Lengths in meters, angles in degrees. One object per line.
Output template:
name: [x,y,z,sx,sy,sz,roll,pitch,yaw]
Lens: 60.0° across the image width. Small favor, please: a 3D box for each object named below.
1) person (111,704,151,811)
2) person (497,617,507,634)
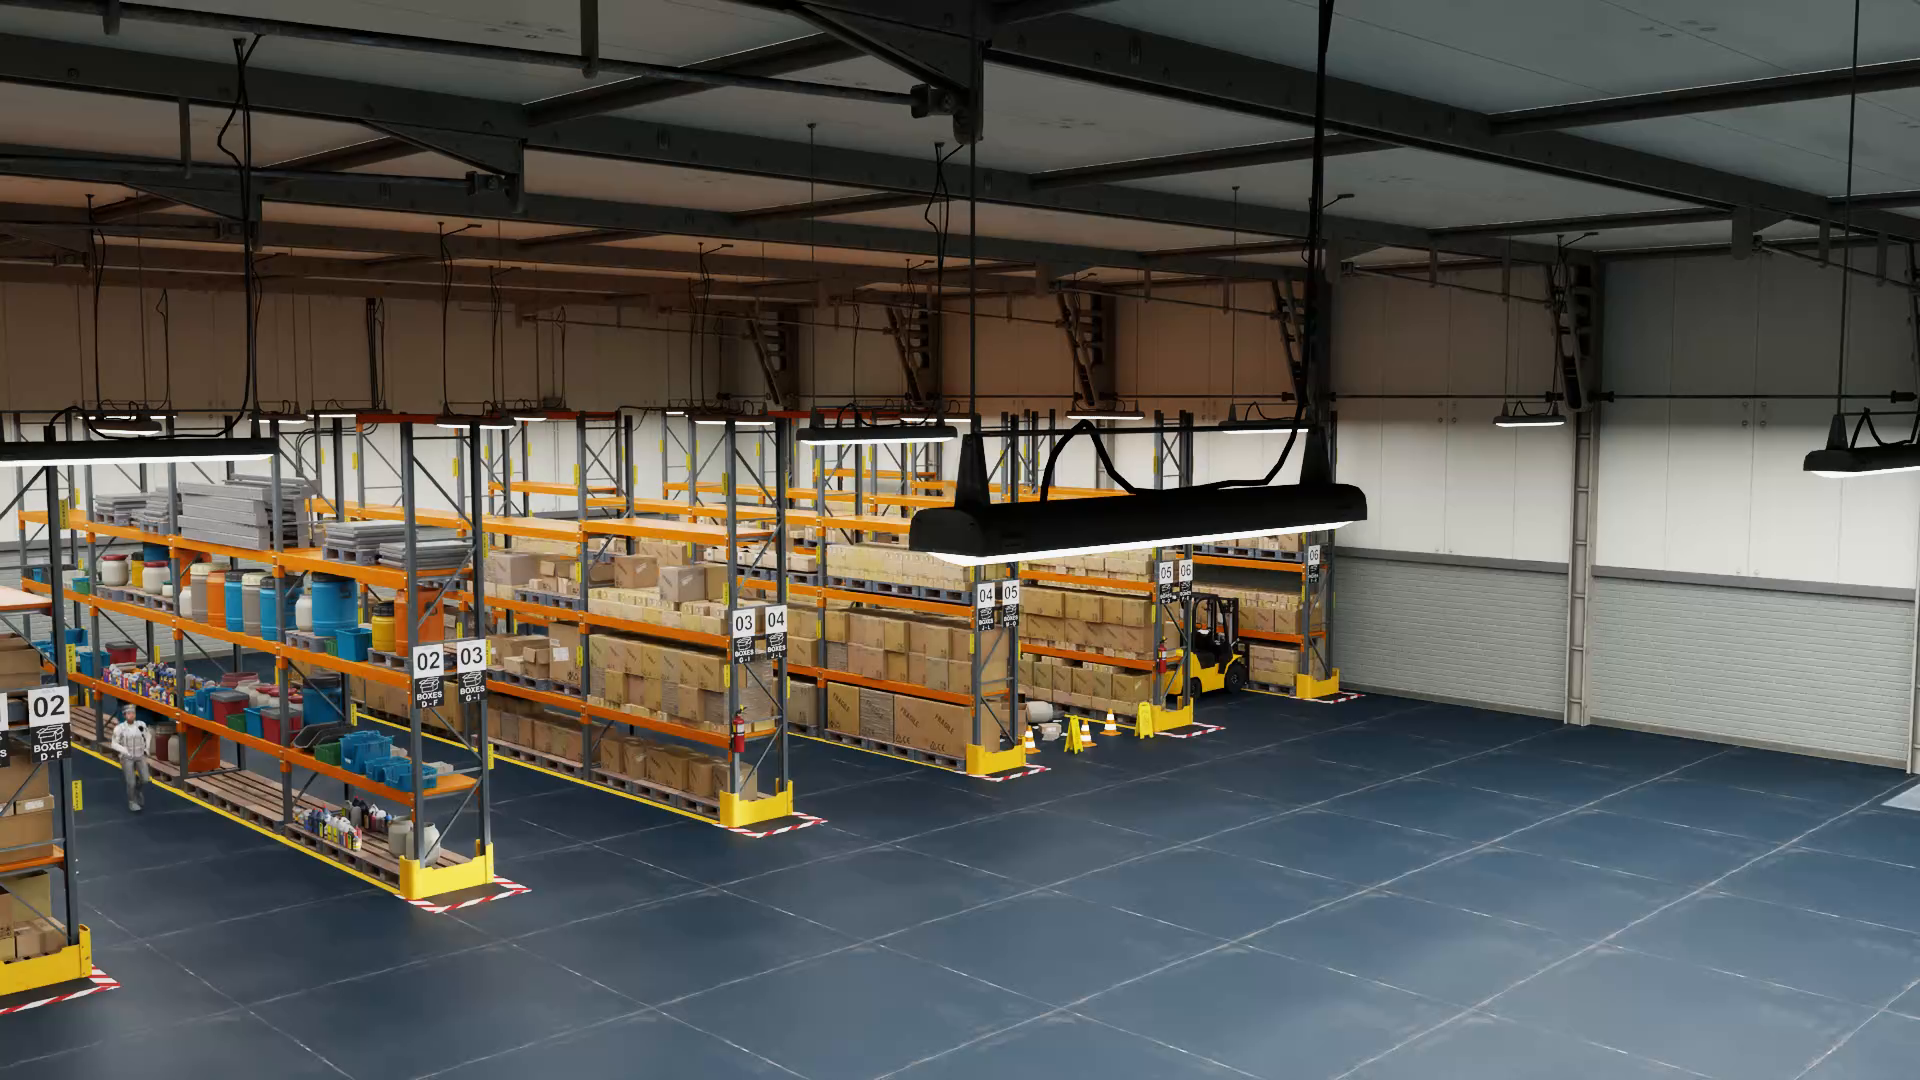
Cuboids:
person: [-12.544,3.305,25.266,0.589,1.653,0.528,-4,7,-41]
person: [-11.151,1.923,40.670,0.641,1.737,0.573,4,6,39]
